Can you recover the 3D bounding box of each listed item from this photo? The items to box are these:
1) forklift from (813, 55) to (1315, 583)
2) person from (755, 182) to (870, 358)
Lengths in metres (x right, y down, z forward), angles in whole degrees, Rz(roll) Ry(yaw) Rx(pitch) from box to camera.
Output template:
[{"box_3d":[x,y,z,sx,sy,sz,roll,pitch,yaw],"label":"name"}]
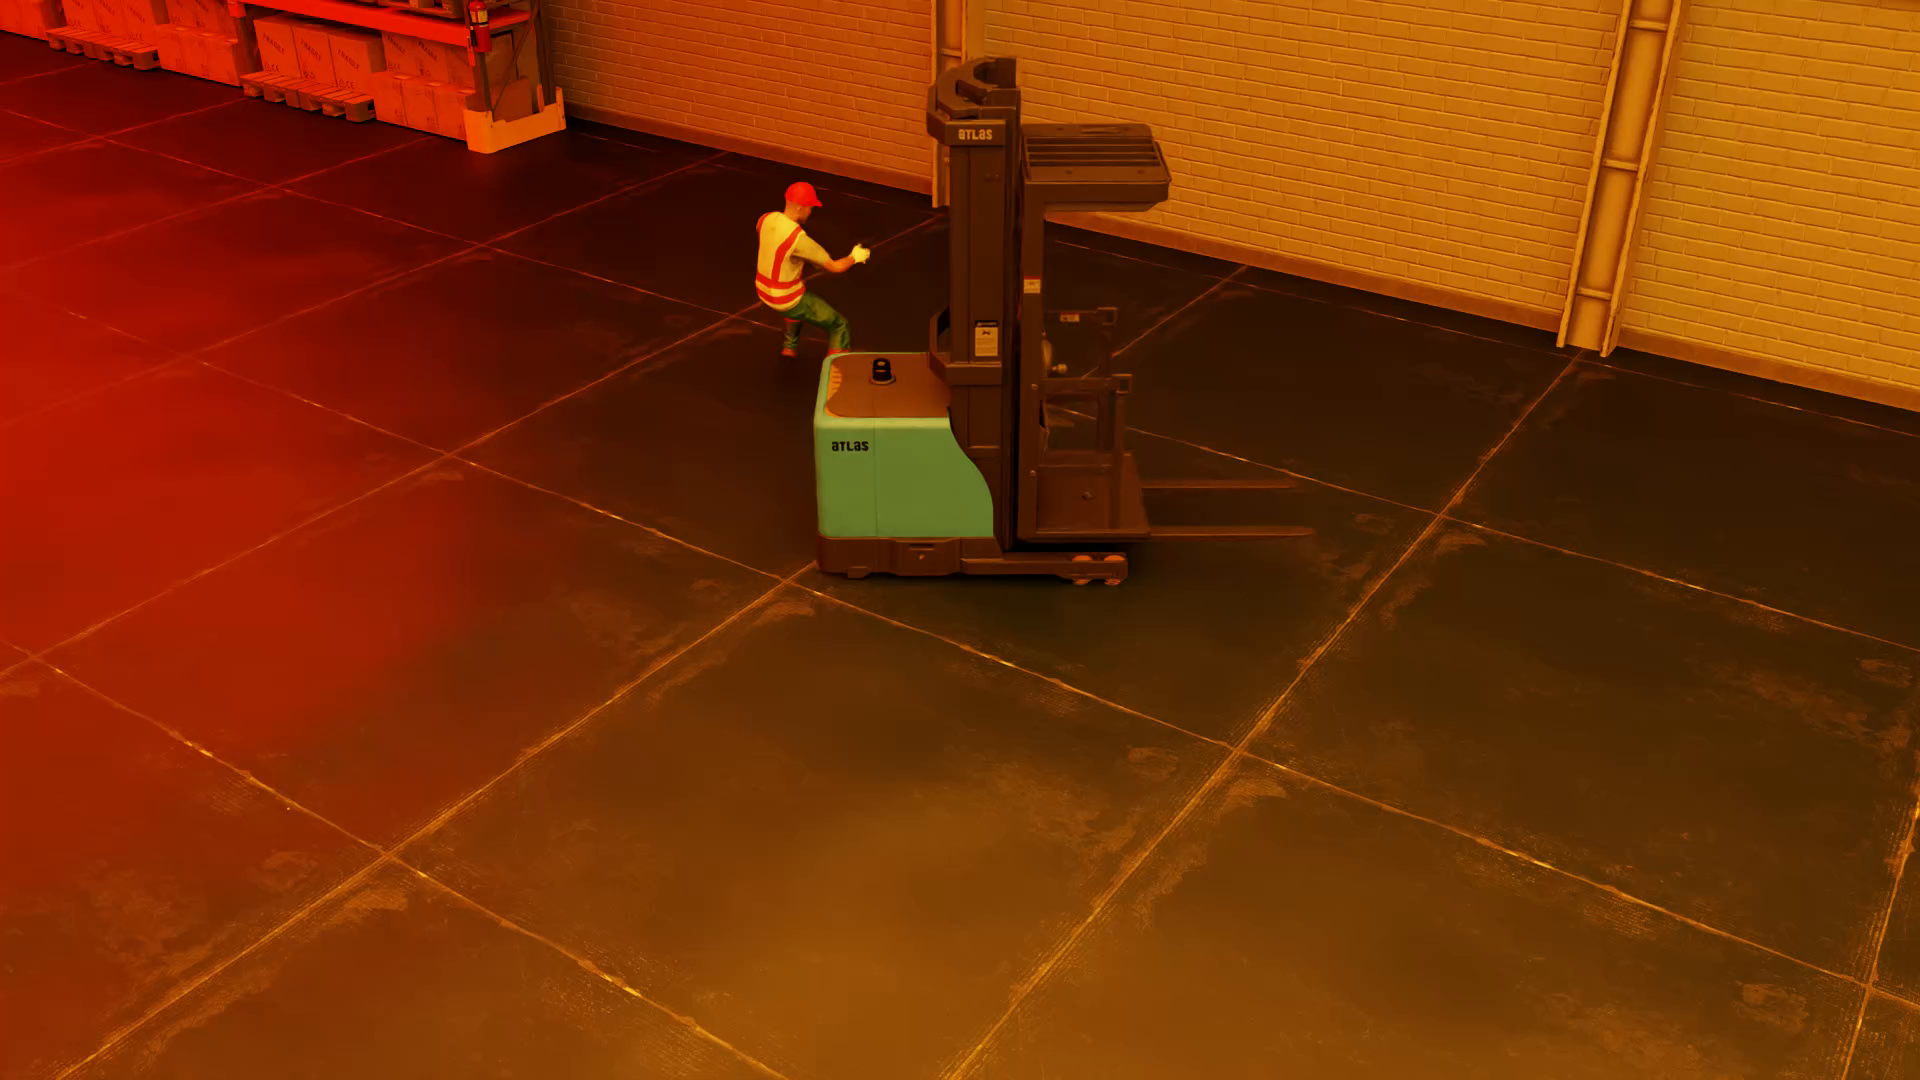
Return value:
[{"box_3d":[0.647,-1.275,9.777,3.031,2.935,1.130,0,30,0],"label":"forklift"},{"box_3d":[-1.111,-1.917,12.257,0.787,1.557,1.010,-21,36,-31],"label":"person"}]
